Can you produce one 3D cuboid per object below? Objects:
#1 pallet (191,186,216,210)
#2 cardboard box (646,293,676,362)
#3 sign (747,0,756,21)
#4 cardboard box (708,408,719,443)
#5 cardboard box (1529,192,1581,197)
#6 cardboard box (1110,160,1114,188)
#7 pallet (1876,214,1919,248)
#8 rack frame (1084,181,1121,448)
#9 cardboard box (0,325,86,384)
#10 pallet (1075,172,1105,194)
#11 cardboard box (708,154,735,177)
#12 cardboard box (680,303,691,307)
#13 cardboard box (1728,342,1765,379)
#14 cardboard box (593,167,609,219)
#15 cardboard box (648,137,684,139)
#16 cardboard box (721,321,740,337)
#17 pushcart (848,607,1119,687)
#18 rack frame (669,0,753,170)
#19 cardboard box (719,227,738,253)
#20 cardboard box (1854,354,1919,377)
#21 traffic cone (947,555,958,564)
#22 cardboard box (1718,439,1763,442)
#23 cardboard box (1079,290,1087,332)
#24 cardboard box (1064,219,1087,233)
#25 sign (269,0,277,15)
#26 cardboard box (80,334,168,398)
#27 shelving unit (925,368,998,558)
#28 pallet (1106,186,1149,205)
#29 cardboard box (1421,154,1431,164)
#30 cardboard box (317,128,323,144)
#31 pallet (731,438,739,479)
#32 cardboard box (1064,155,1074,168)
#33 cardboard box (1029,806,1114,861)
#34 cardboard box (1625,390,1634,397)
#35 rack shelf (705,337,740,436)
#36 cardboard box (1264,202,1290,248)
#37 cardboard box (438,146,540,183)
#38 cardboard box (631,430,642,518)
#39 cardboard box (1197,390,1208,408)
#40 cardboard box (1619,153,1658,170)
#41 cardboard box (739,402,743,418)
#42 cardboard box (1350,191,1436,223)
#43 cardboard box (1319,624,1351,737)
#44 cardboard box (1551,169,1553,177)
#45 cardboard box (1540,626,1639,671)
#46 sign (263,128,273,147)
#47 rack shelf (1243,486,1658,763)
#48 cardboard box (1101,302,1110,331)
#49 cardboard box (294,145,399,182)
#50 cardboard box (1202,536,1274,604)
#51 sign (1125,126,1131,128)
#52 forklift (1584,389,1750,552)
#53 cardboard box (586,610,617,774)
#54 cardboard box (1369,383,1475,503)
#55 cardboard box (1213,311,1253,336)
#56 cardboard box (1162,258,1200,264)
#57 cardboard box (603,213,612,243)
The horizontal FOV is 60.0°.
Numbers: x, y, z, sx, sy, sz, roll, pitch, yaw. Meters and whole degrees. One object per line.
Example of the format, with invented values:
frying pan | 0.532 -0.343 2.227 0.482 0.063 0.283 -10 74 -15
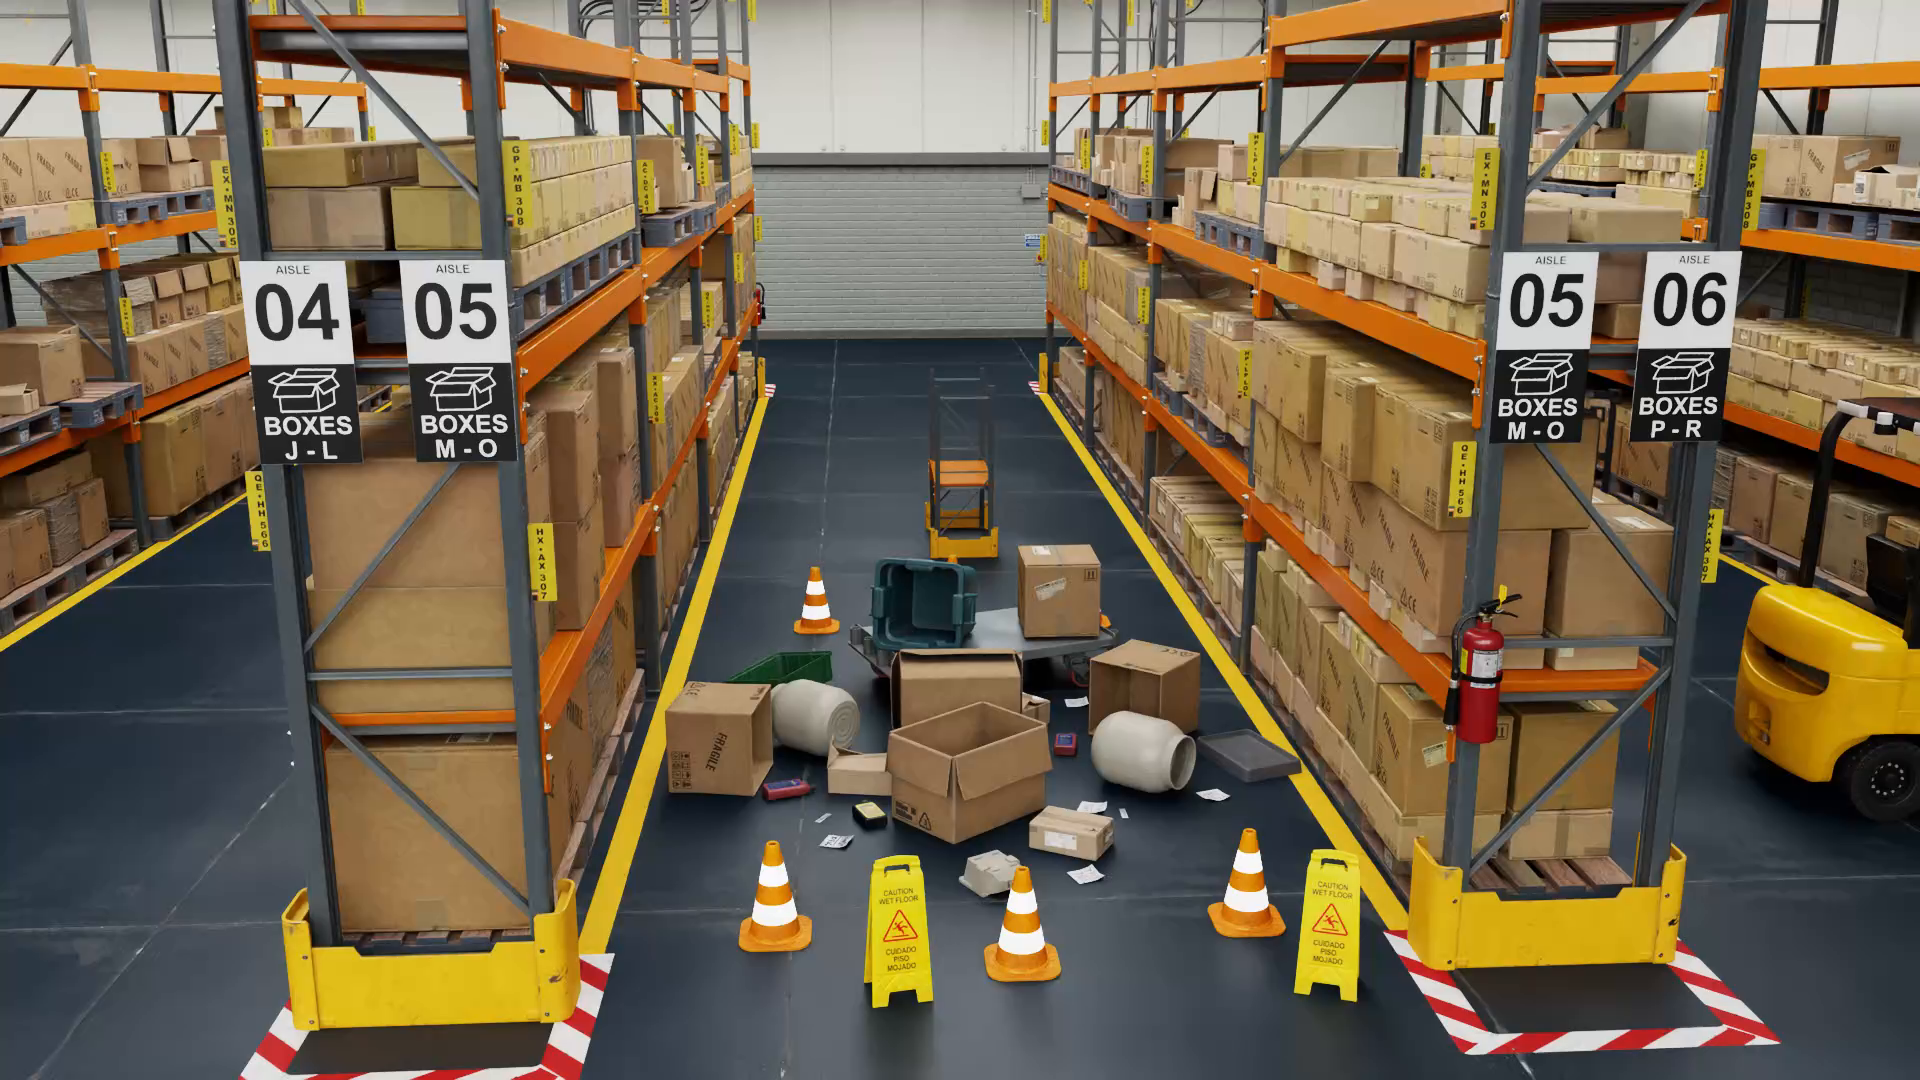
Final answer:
pallet | -7.845 -3.510 17.013 0.805 0.209 1.217 -1 15 -6
cardboard box | -2.696 -1.729 13.520 0.700 0.500 0.500 -1 14 -4
sign | -2.687 -6.862 21.443 0.100 0.325 0.005 -1 14 -3
cardboard box | -2.579 -1.091 15.917 0.500 0.250 0.500 -1 14 -4
cardboard box | 2.893 -1.670 8.382 0.380 0.149 0.250 0 14 -2
cardboard box | 1.704 -3.662 16.645 0.396 0.266 0.258 0 14 1
pallet | 7.322 -2.198 11.912 0.805 0.209 1.217 -1 15 -6
rack frame | 1.940 -2.530 18.841 1.000 3.000 0.127 -1 14 -3
cardboard box | -7.630 -1.501 13.796 0.500 0.500 0.500 -3 15 -10
pallet | 1.900 -4.144 19.270 1.003 0.211 1.213 -1 14 -3
cardboard box | -2.785 -4.174 18.509 0.500 0.250 0.500 0 14 -2
cardboard box | -2.646 -2.183 15.958 0.380 0.149 0.250 0 14 -1
cardboard box | 6.955 -1.544 14.305 0.500 0.250 0.500 0 14 -2
cardboard box | -2.152 -1.847 8.824 0.500 0.250 0.500 -1 14 -4
cardboard box | -3.030 -3.749 16.507 0.797 0.503 0.637 -1 14 -4
cardboard box | -2.685 -2.383 18.771 0.380 0.149 0.250 0 14 -1
pushcart | 0.163 0.777 11.250 1.648 0.377 0.936 -6 16 -23
rack frame | -3.242 -6.329 21.565 1.000 3.000 0.127 -1 14 -3
cardboard box | -2.827 -3.350 19.223 0.500 0.500 0.500 -1 14 -5
cardboard box | 7.048 -1.317 12.625 0.380 0.149 0.250 -1 14 -5
traffic cone | -0.055 0.344 12.759 0.336 0.463 0.334 -1 14 -3
cardboard box | 7.395 -0.715 15.960 0.500 0.500 0.500 0 14 -1
cardboard box | 1.656 -2.690 19.262 0.500 0.500 0.500 -1 14 -3
cardboard box | 1.492 -3.893 20.628 0.380 0.149 0.250 -1 14 -5
sign | -8.753 -6.800 21.202 0.100 0.325 0.005 -1 14 -3
cardboard box | -7.462 -1.556 14.854 0.500 0.500 0.500 0 14 -2
shelving unit | 0.005 -0.707 14.766 0.587 1.500 1.083 -1 14 -3
pallet | 2.046 -3.663 17.608 0.805 0.209 1.217 -1 15 -6
cardboard box | 6.401 -5.012 22.172 0.500 0.250 0.500 -1 14 -4
cardboard box | -8.118 -4.727 20.115 0.700 0.500 0.500 -2 15 -7
pallet | -2.945 -0.885 18.041 1.003 0.211 1.213 -1 14 -3
cardboard box | 1.530 -4.834 21.235 0.380 0.149 0.250 0 14 -1
cardboard box | 0.586 1.540 8.742 0.380 0.149 0.250 7 16 26
cardboard box | 7.327 -1.507 17.734 0.380 0.149 0.250 -1 14 -3
rack shelf | -2.871 -1.583 16.603 1.077 0.370 4.000 -1 14 -3
cardboard box | 2.189 -1.951 10.275 0.500 0.250 0.500 -1 14 -5
cardboard box | -1.969 -1.564 6.925 0.380 0.149 0.250 -1 14 -3
cardboard box | -2.464 -0.420 10.339 0.875 0.550 0.550 -1 14 -3
cardboard box | 2.074 -1.131 13.063 0.380 0.149 0.250 0 14 -2
cardboard box | 6.744 -3.734 16.403 0.380 0.149 0.250 -1 14 -3
cardboard box | -2.698 -1.491 19.082 0.380 0.149 0.250 0 14 -1
cardboard box | 2.239 -1.724 8.590 0.380 0.149 0.250 -1 14 -2
cardboard box | 2.313 0.769 9.190 0.500 0.500 0.500 -1 14 -5
cardboard box | 6.610 -3.984 17.931 0.380 0.149 0.250 -1 14 -3
cardboard box | 2.869 0.488 7.614 0.380 0.149 0.250 -1 14 -3
sign | -7.410 -4.244 17.811 0.100 0.325 0.005 -1 14 -3
rack shelf | 2.559 0.305 9.265 1.077 0.370 4.000 -1 14 -3
cardboard box | 1.751 -2.331 17.364 0.500 0.250 0.500 -1 14 -3
cardboard box | -2.640 -1.618 7.135 0.380 0.149 0.250 -1 14 -3
cardboard box | 2.353 0.219 12.585 0.950 0.372 0.625 0 14 0
sign | 2.234 -5.373 22.252 0.100 0.325 0.005 -1 14 -3
forklift | 5.343 -1.361 14.432 3.031 2.935 1.130 8 16 28
cardboard box | -2.470 0.768 9.443 0.875 0.875 0.875 -1 14 -3
cardboard box | 2.410 -0.472 8.038 0.700 0.500 0.500 -1 14 -3
cardboard box | 2.085 -1.601 12.287 0.380 0.149 0.250 -2 15 -6
cardboard box | 2.316 -2.572 16.797 0.500 0.500 0.500 -1 14 -3
cardboard box | -2.094 -1.684 8.992 0.380 0.149 0.250 -1 14 -3
